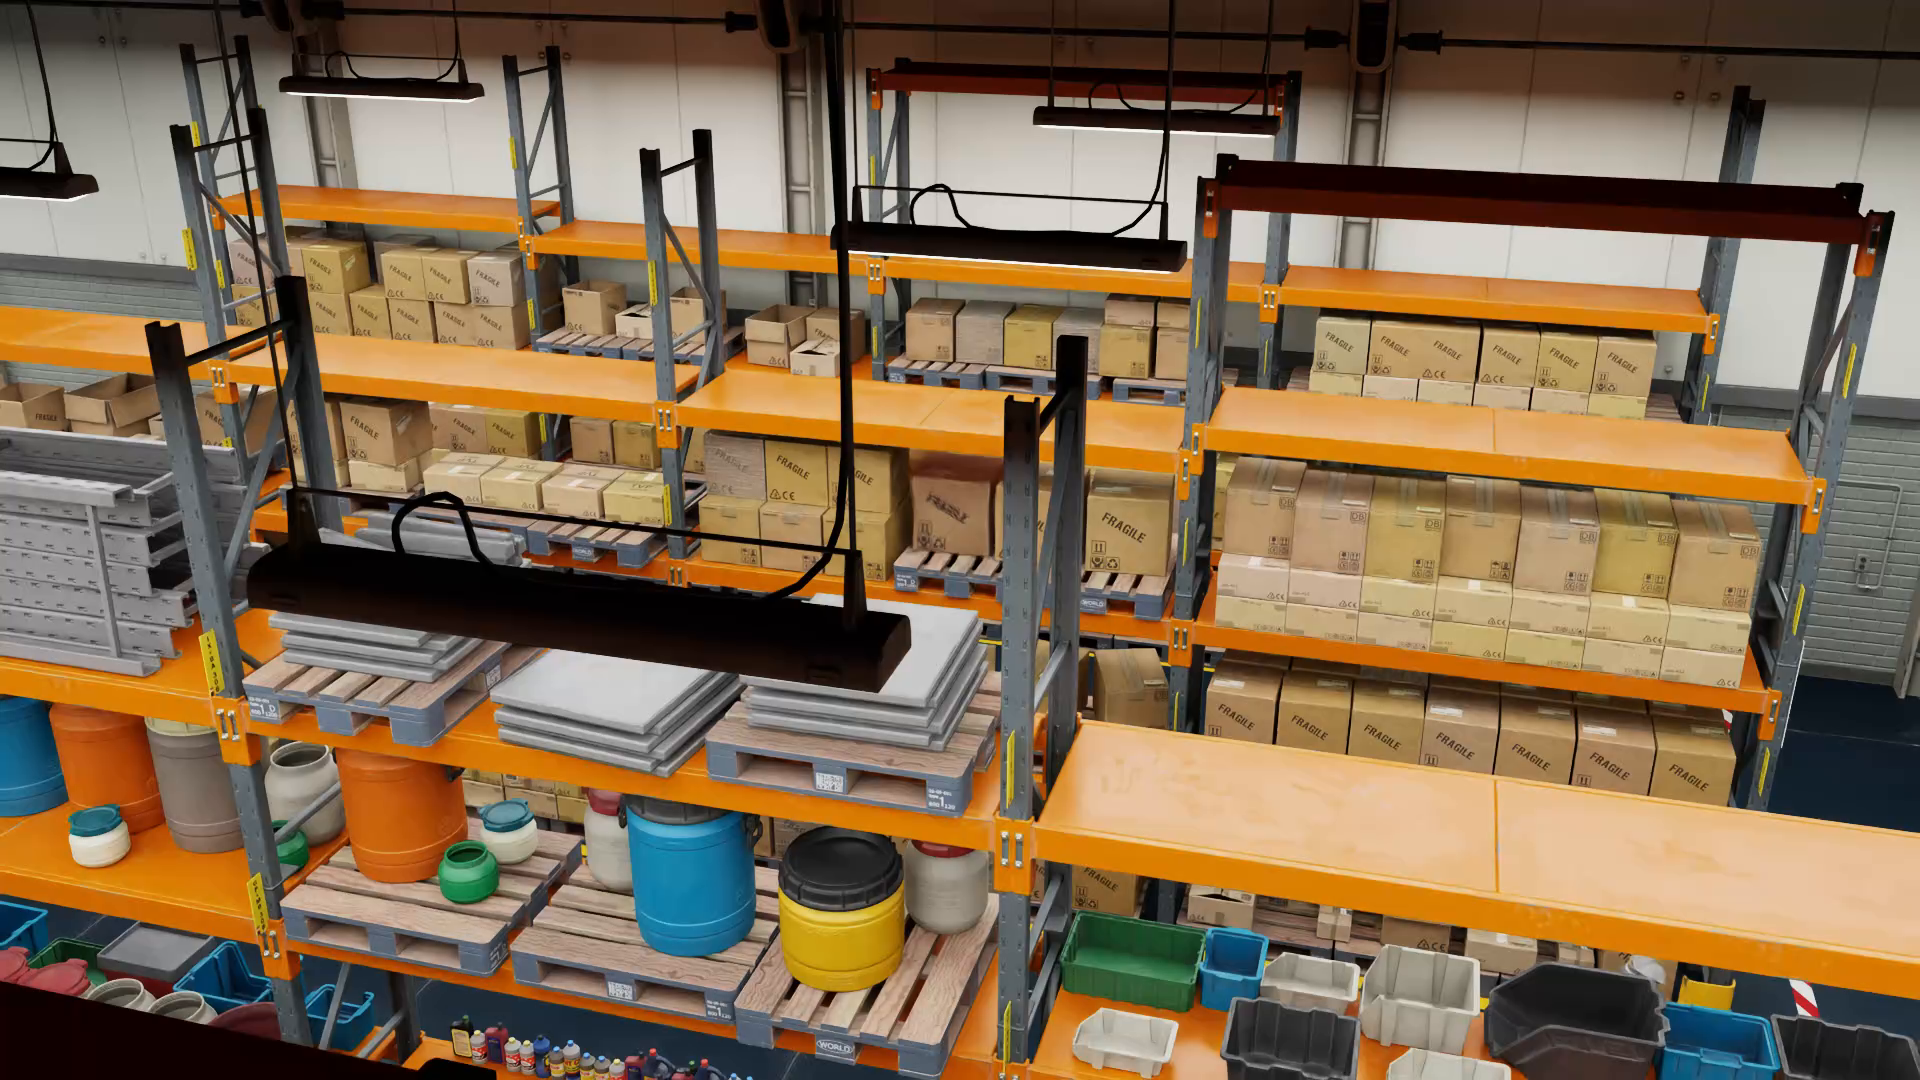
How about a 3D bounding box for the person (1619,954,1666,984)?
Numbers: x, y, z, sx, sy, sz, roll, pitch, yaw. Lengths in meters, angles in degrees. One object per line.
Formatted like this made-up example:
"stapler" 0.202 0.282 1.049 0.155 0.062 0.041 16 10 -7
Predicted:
"person" 4.140 3.344 10.450 1.102 1.707 0.520 2 23 5
